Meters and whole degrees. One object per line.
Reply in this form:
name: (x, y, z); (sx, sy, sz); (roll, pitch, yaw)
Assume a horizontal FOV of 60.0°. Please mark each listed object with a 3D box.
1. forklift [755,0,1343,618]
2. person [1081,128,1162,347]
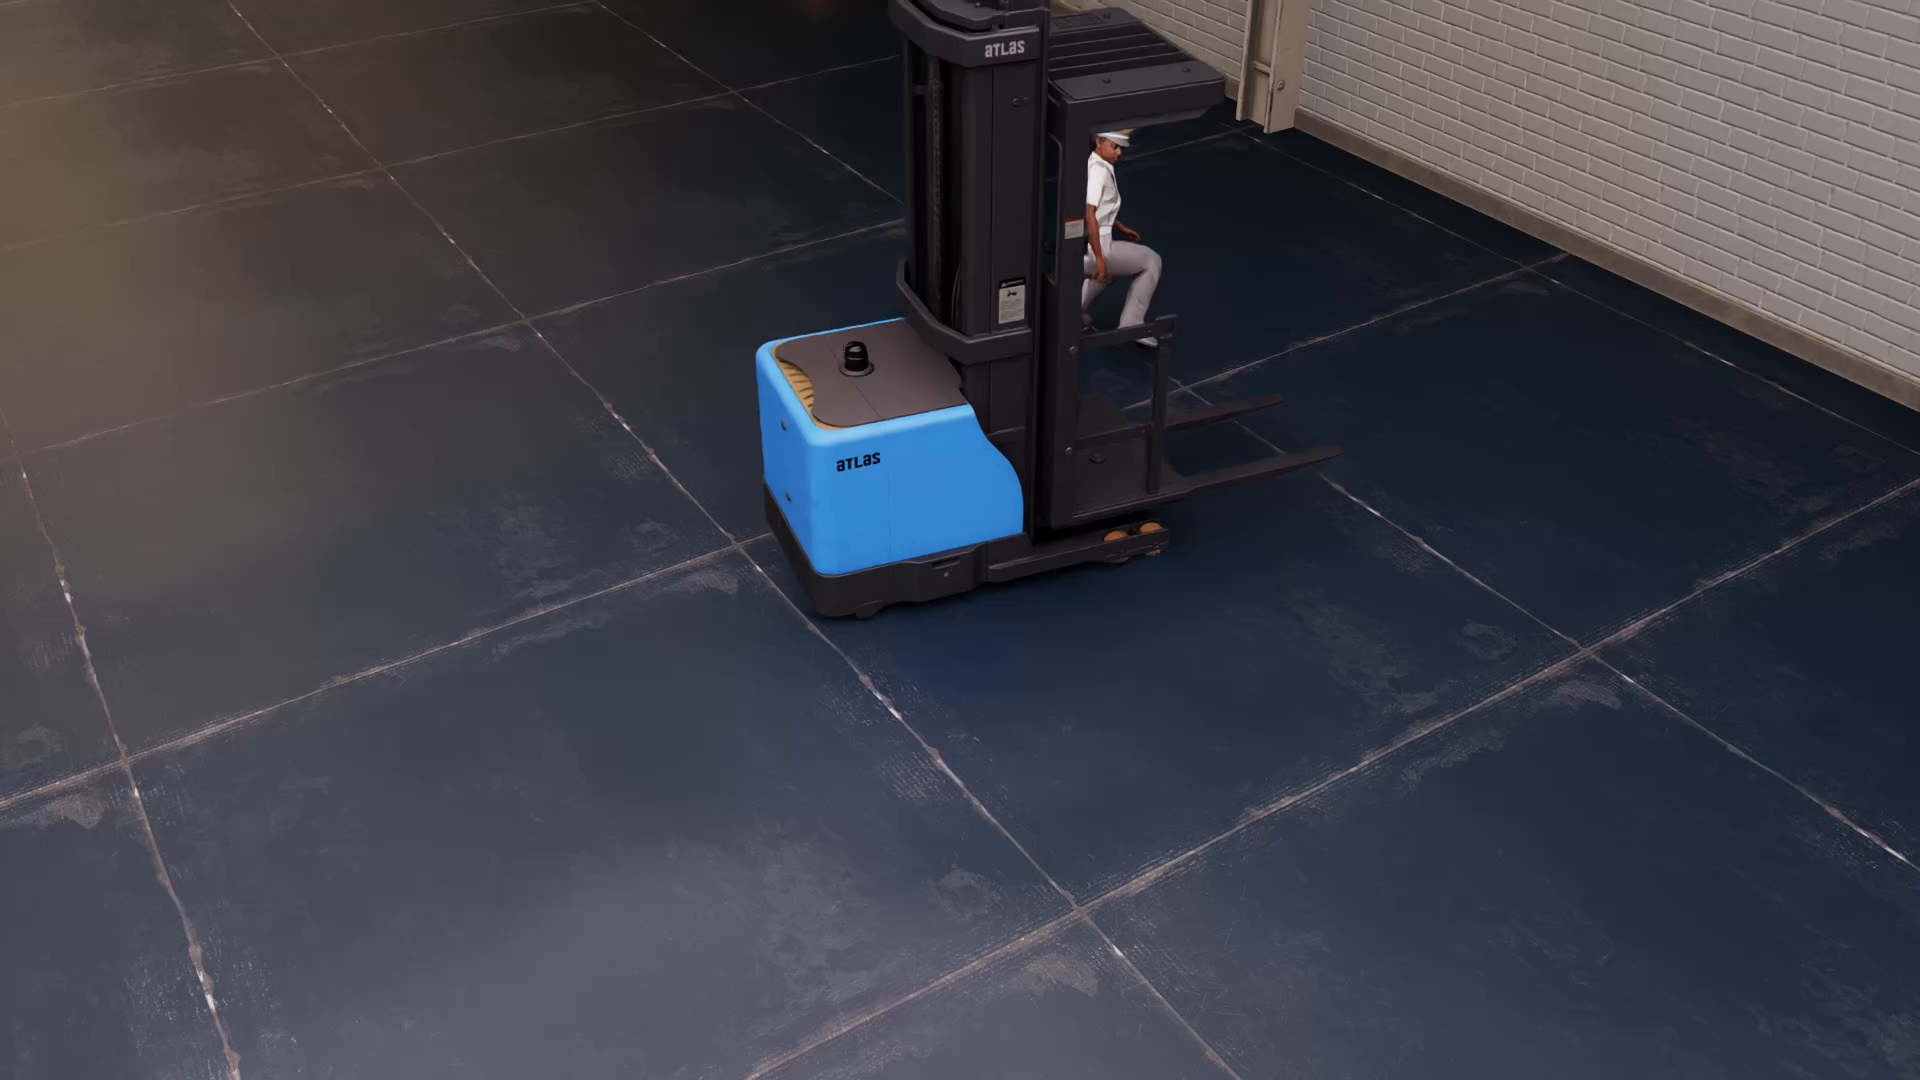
forklift: (0.543, -1.350, 8.069); (3.031, 2.935, 1.130); (-13, 37, -18)
person: (0.910, -1.807, 10.039); (0.666, 1.460, 0.705); (-14, 37, -19)
